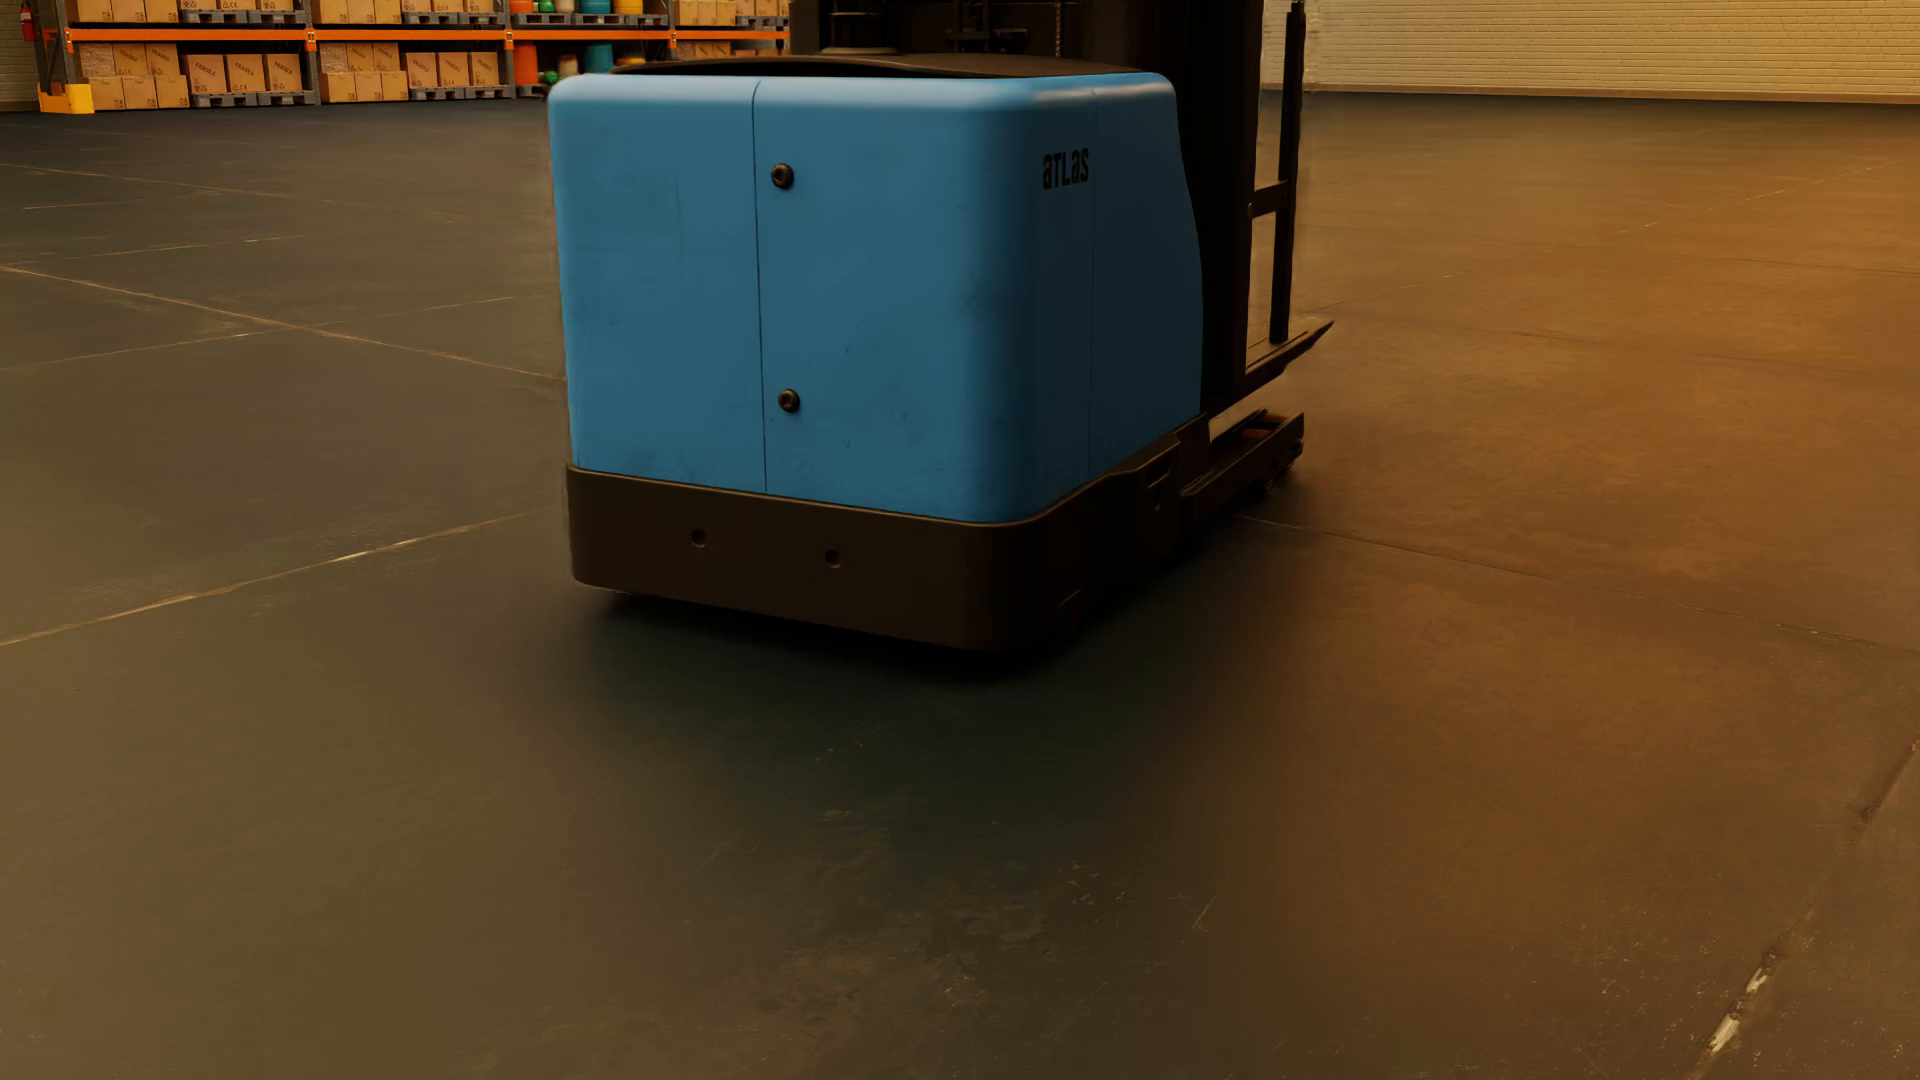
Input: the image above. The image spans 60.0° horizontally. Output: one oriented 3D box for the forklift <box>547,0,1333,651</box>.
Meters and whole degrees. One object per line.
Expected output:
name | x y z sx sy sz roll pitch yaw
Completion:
forklift | 0.292 -1.582 4.107 1.130 2.935 3.031 8 19 25
